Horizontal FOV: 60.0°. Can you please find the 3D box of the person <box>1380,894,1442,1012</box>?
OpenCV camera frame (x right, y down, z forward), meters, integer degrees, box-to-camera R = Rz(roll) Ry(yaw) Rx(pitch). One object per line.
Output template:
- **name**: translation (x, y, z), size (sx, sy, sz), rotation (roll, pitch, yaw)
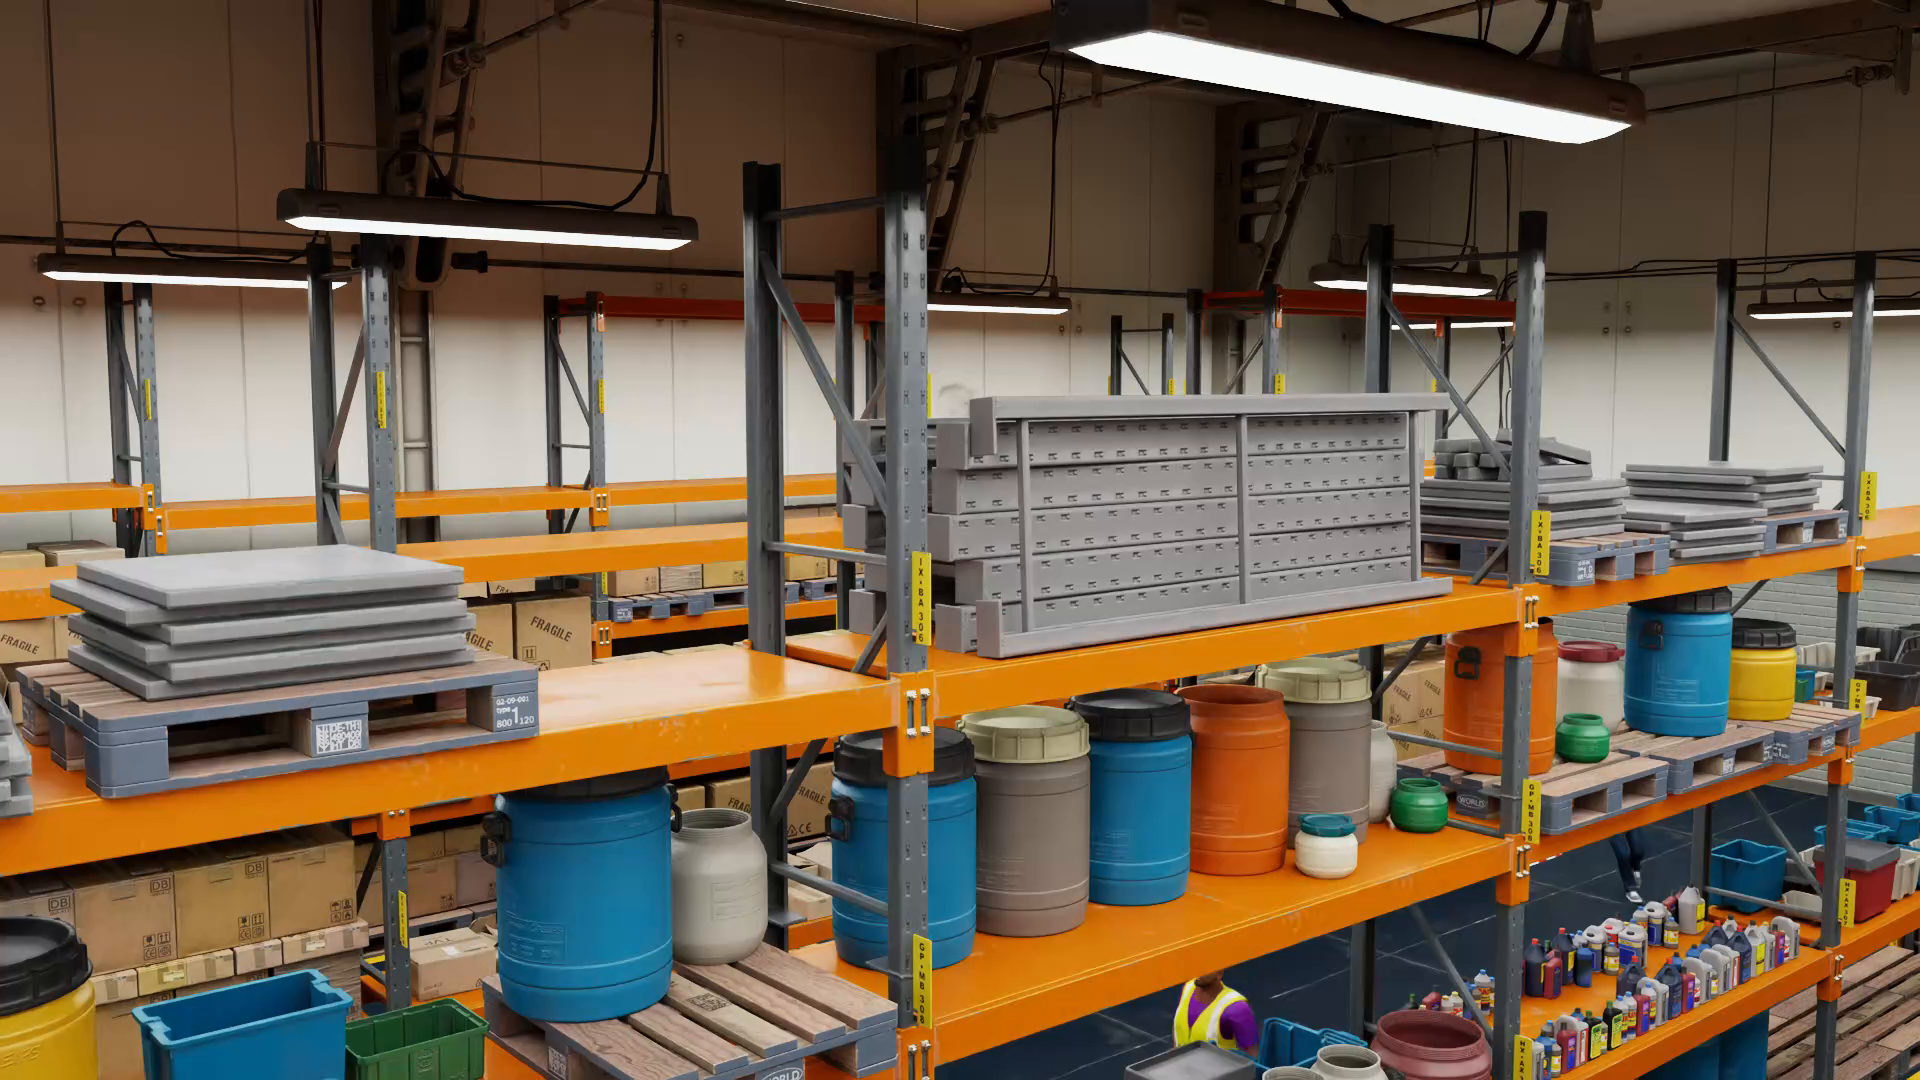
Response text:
- **person**: translation (3.648, 3.094, 13.579), size (0.548, 1.555, 0.549), rotation (4, 7, 37)
